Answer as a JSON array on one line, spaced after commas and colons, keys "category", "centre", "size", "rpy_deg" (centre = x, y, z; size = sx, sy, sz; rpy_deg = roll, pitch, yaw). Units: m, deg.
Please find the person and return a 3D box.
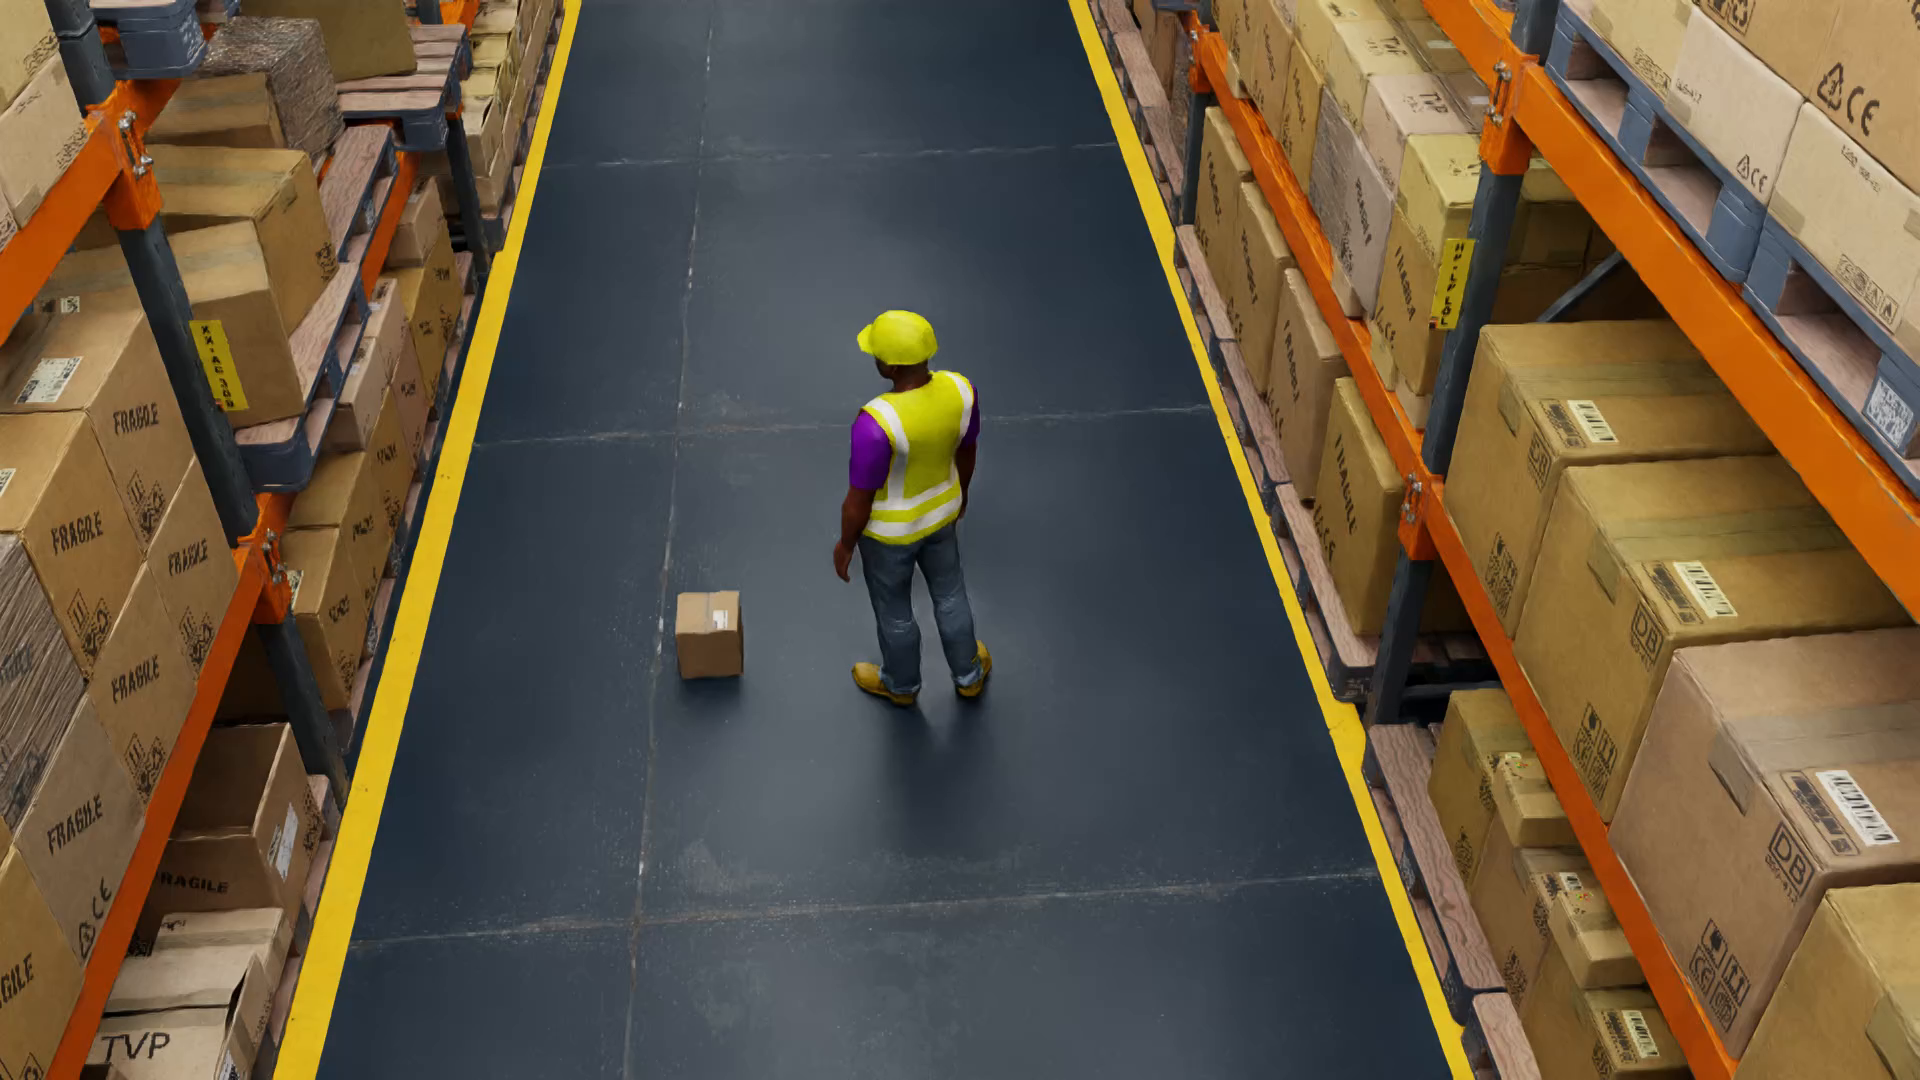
[{"category": "person", "centre": [-0.182, -0.095, 6.243], "size": [0.688, 1.768, 0.453], "rpy_deg": [-28, 47, -31]}]
